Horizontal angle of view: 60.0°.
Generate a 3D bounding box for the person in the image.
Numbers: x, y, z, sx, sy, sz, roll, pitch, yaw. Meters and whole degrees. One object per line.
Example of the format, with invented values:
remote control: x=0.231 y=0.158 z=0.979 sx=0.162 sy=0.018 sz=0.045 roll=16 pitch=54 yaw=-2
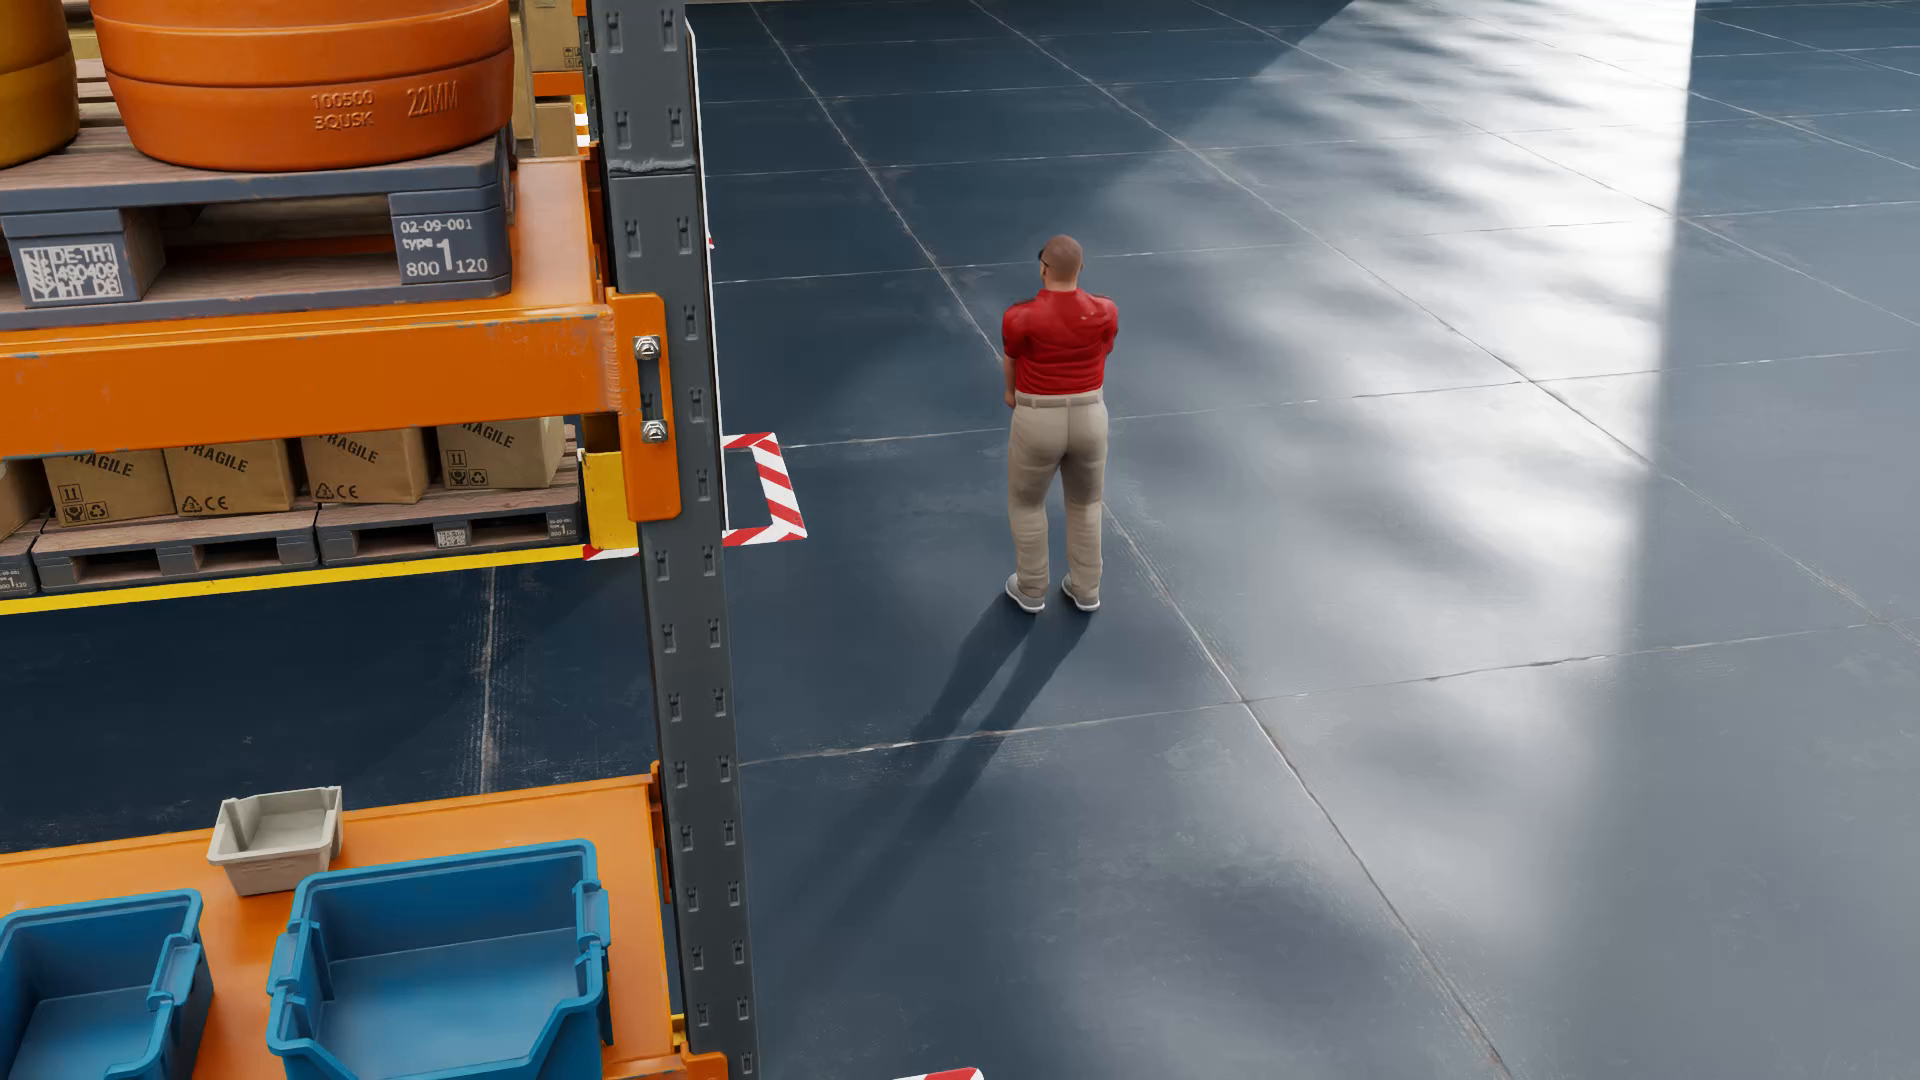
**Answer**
person: x=0.390 y=-0.515 z=7.178 sx=0.494 sy=1.719 sz=0.531 roll=-5 pitch=27 yaw=-11
